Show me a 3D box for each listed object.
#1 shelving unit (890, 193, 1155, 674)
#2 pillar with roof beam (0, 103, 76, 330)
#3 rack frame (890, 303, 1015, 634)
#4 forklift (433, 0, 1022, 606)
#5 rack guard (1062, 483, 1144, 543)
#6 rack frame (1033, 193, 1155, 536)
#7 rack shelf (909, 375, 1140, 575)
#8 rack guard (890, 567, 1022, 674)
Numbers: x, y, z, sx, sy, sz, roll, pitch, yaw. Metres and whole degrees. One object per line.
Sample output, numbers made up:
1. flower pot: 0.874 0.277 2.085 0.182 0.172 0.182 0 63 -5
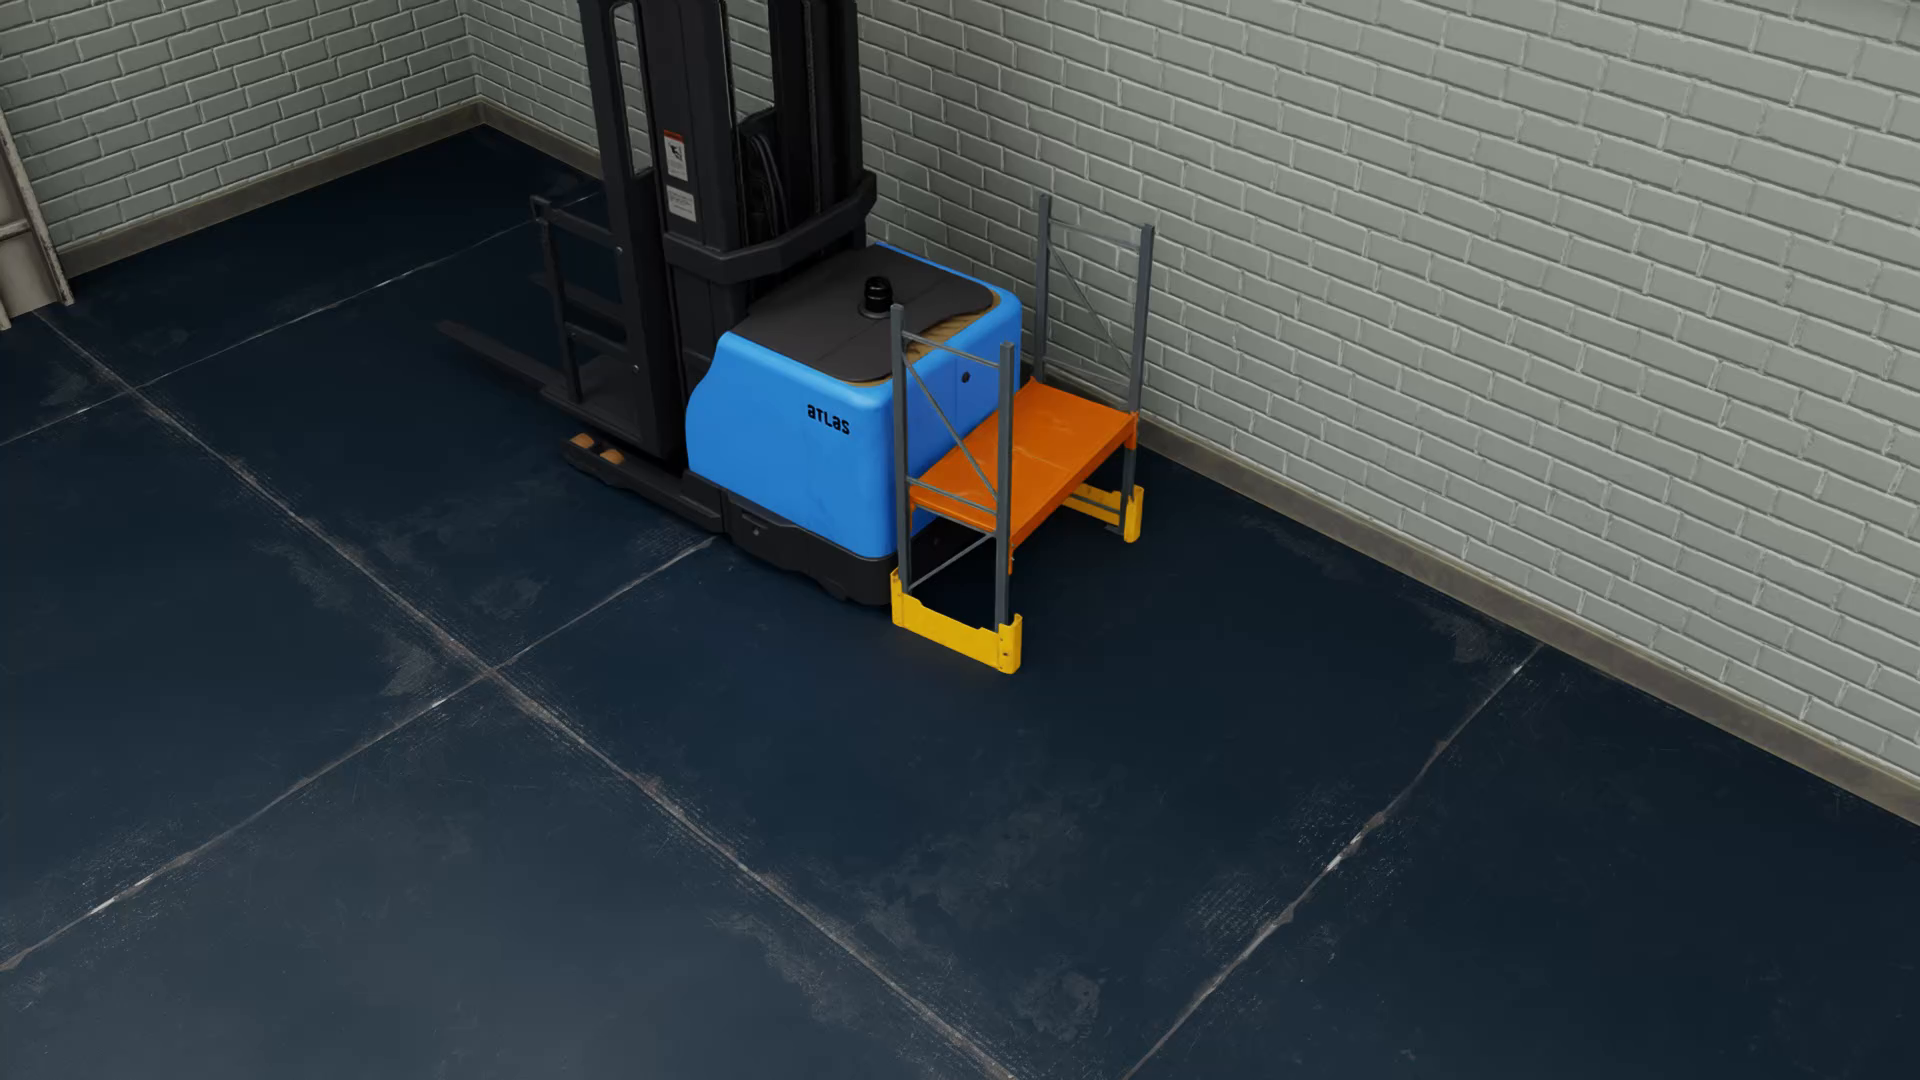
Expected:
1. shelving unit: 0.254 -0.431 6.587 0.587 1.500 1.083 22 44 25
2. pillar with roof beam: -1.768 -2.953 3.734 9.100 9.000 0.400 30 47 32
3. rack frame: -0.030 -0.162 6.248 0.500 1.500 0.032 22 44 25
4. forklift: -1.207 -1.628 6.943 3.031 2.935 1.130 26 45 29
5. rack guard: 0.527 -0.201 7.302 0.587 0.250 0.087 22 44 25
6. rack frame: 0.528 -0.691 6.914 0.500 1.500 0.032 22 44 25
7. rack shelf: 0.249 -0.285 6.693 0.538 0.185 1.000 22 44 25
8. rack guard: -0.019 0.317 6.650 0.587 0.250 0.087 22 44 25
